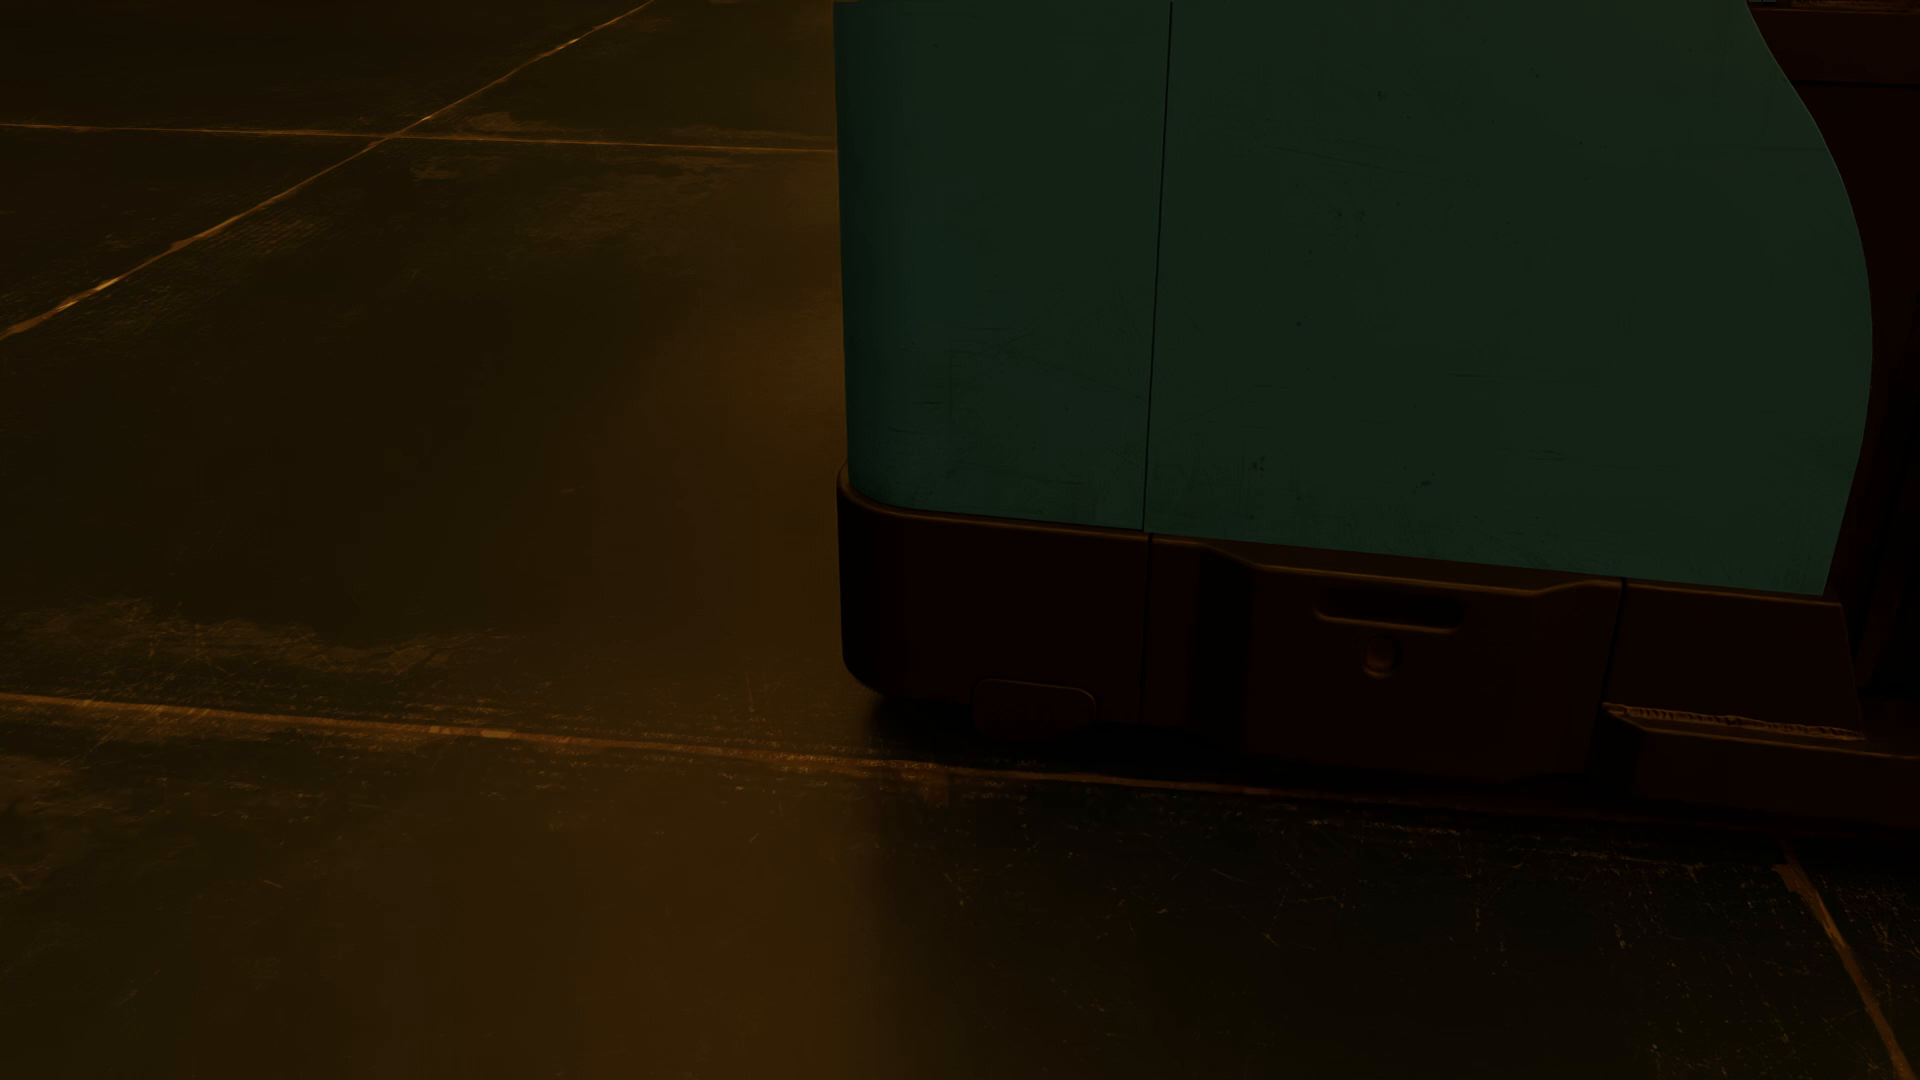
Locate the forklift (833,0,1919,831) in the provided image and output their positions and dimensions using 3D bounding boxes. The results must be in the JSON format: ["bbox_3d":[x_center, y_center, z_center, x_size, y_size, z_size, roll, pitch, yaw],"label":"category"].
[{"bbox_3d":[1.427,-1.155,1.531,3.031,2.935,1.130,6,27,11],"label":"forklift"}]
